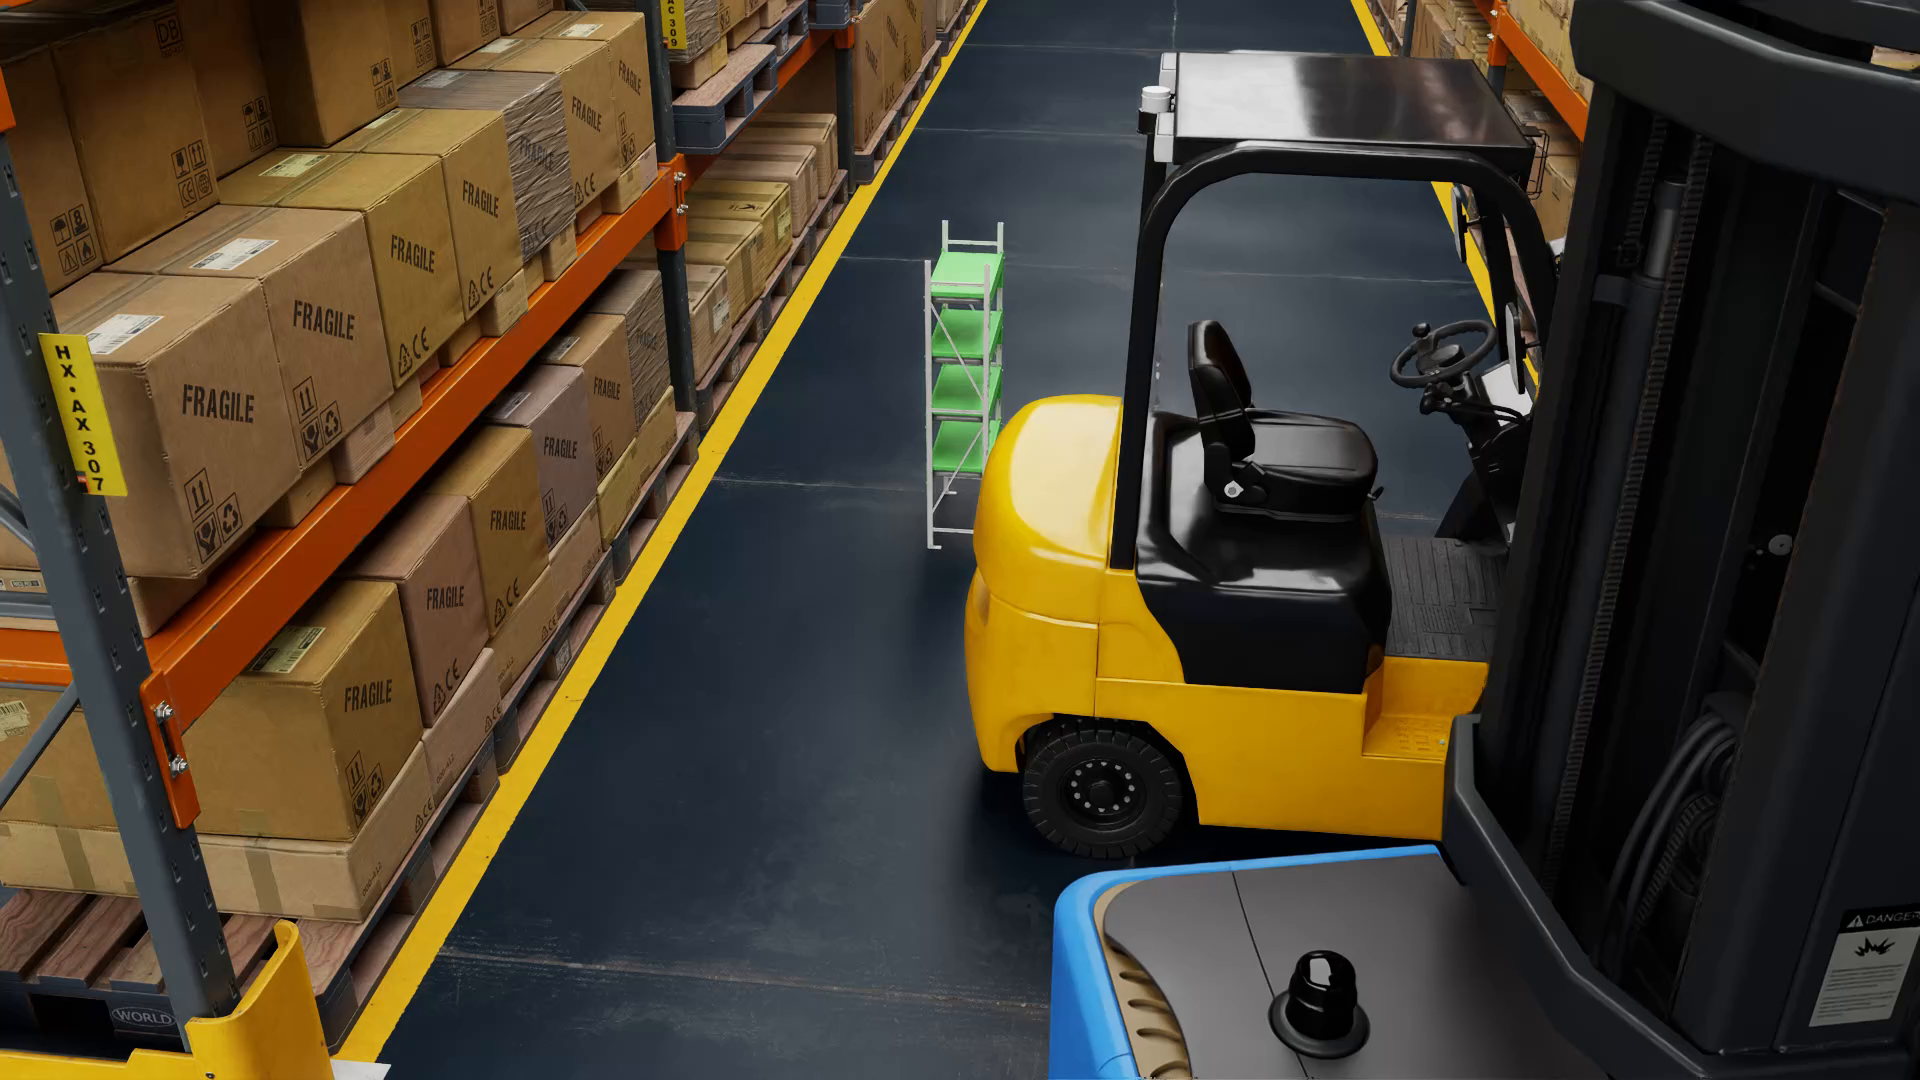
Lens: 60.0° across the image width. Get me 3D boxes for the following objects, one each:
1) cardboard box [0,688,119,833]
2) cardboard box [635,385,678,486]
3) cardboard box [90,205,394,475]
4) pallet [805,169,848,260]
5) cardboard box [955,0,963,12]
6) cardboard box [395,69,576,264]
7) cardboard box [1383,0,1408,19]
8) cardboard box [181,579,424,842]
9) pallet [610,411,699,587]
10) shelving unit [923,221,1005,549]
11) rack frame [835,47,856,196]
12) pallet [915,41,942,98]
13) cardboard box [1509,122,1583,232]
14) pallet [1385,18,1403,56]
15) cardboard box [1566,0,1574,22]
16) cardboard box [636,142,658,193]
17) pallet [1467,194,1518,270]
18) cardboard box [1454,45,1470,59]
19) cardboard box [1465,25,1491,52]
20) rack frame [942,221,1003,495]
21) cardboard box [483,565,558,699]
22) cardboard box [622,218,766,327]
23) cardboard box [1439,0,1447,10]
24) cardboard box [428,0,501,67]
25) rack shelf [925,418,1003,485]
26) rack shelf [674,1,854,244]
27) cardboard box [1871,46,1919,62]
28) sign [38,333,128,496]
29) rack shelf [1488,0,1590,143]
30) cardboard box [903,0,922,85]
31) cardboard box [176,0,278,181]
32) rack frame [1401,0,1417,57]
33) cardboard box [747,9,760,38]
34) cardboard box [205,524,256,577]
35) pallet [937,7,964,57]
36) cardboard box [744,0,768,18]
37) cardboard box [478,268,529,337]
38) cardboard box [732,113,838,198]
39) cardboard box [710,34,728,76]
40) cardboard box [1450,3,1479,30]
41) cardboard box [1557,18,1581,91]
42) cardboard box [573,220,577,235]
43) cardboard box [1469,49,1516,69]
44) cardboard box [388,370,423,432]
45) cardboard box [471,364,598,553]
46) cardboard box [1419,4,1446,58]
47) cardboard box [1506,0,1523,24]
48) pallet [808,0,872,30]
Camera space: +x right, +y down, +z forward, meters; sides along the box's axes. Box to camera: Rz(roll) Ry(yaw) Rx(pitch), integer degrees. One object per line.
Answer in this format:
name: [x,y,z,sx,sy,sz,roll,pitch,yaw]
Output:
cardboard box: [-2.337,0.422,4.469,0.500,0.500,0.500,4,29,7]
cardboard box: [-1.491,-0.444,6.868,0.500,0.250,0.500,5,29,9]
cardboard box: [-1.782,-0.507,4.109,0.500,0.500,0.500,4,29,8]
pallet: [-1.293,-2.051,10.335,1.003,0.211,1.213,3,28,6]
cardboard box: [-0.413,-5.297,15.678,0.875,0.438,0.875,3,28,5]
cardboard box: [-1.609,-1.228,5.447,0.500,0.500,0.500,4,29,8]
cardboard box: [4.272,-5.039,15.133,0.700,0.500,0.500,2,28,4]
cardboard box: [-1.800,0.440,4.436,0.500,0.500,0.500,2,28,4]
pallet: [-1.733,-0.218,6.932,1.003,0.211,1.213,3,28,6]
shelving unit: [0.020,-0.606,6.610,0.258,1.200,0.503,3,28,6]
rack frame: [-1.196,-3.646,10.356,1.000,3.000,0.127,3,28,6]
pallet: [-0.725,-3.934,13.830,1.003,0.211,1.213,3,28,6]
cardboard box: [3.569,-1.898,9.172,0.875,0.625,0.625,4,29,8]
pallet: [4.306,-4.338,14.580,1.003,0.211,1.213,3,28,6]
cardboard box: [3.252,-2.596,8.038,0.500,0.250,0.500,4,29,7]
cardboard box: [-1.423,-1.484,6.607,0.380,0.149,0.250,3,28,6]
pallet: [3.592,-1.747,9.770,1.003,0.211,1.213,3,28,6]
cardboard box: [3.703,-3.137,11.603,0.500,0.500,0.500,5,29,8]
cardboard box: [3.726,-3.468,11.533,0.380,0.149,0.250,3,28,5]
rack frame: [0.050,-0.721,6.823,0.240,1.200,0.015,3,28,6]
cardboard box: [-1.678,0.284,5.517,0.500,0.250,0.500,5,29,10]
cardboard box: [-1.539,-1.377,8.472,0.950,0.372,0.625,5,29,9]
cardboard box: [3.936,-4.203,12.897,0.380,0.149,0.250,2,28,4]
cardboard box: [-2.039,-1.945,5.725,0.700,0.500,0.500,4,29,6]
rack shelf: [0.020,-0.339,6.754,0.258,0.148,0.480,3,28,6]
rack shelf: [-1.441,-2.388,8.779,1.077,0.370,4.000,3,28,6]
cardboard box: [2.809,-1.440,5.158,0.380,0.149,0.250,4,29,7]
sign: [-1.637,-0.230,3.102,0.100,0.325,0.005,3,28,6]
rack shelf: [3.486,-2.102,8.247,1.077,0.370,4.000,3,28,6]
cardboard box: [-0.805,-4.057,12.915,0.875,0.875,0.875,4,29,8]
cardboard box: [-2.300,-1.233,4.403,0.700,0.500,0.500,3,28,6]
rack frame: [4.221,-5.243,13.319,1.000,3.000,0.127,3,28,6]
cardboard box: [-1.201,-2.569,8.179,0.380,0.149,0.250,4,29,7]
cardboard box: [-1.912,-0.038,3.922,0.380,0.149,0.250,4,29,7]
pallet: [-0.535,-4.655,15.168,1.003,0.211,1.213,3,28,6]
cardboard box: [-1.209,-2.795,7.914,0.500,0.500,0.500,3,28,6]
cardboard box: [-1.600,-0.764,5.270,0.380,0.149,0.250,4,29,7]
cardboard box: [-1.275,-2.409,10.387,0.950,0.372,0.625,1,28,3]
cardboard box: [-1.265,-2.197,7.487,0.380,0.149,0.250,4,29,7]
cardboard box: [3.815,-3.841,12.226,0.380,0.149,0.250,4,29,8]
cardboard box: [3.246,-2.376,8.155,0.500,0.250,0.500,4,29,8]
cardboard box: [-1.600,-1.132,5.953,0.380,0.149,0.250,3,28,5]
cardboard box: [3.543,-3.107,10.864,0.380,0.149,0.250,2,28,4]
cardboard box: [-1.724,-0.398,4.592,0.380,0.149,0.250,4,29,8]
cardboard box: [-1.614,-0.294,5.799,0.500,0.500,0.500,5,29,9]
cardboard box: [3.883,-3.861,12.947,0.500,0.500,0.500,3,28,6]
cardboard box: [3.434,-3.099,9.498,0.500,0.250,0.500,3,29,6]
pallet: [-1.177,-3.220,9.767,1.213,0.211,1.003,3,28,6]
